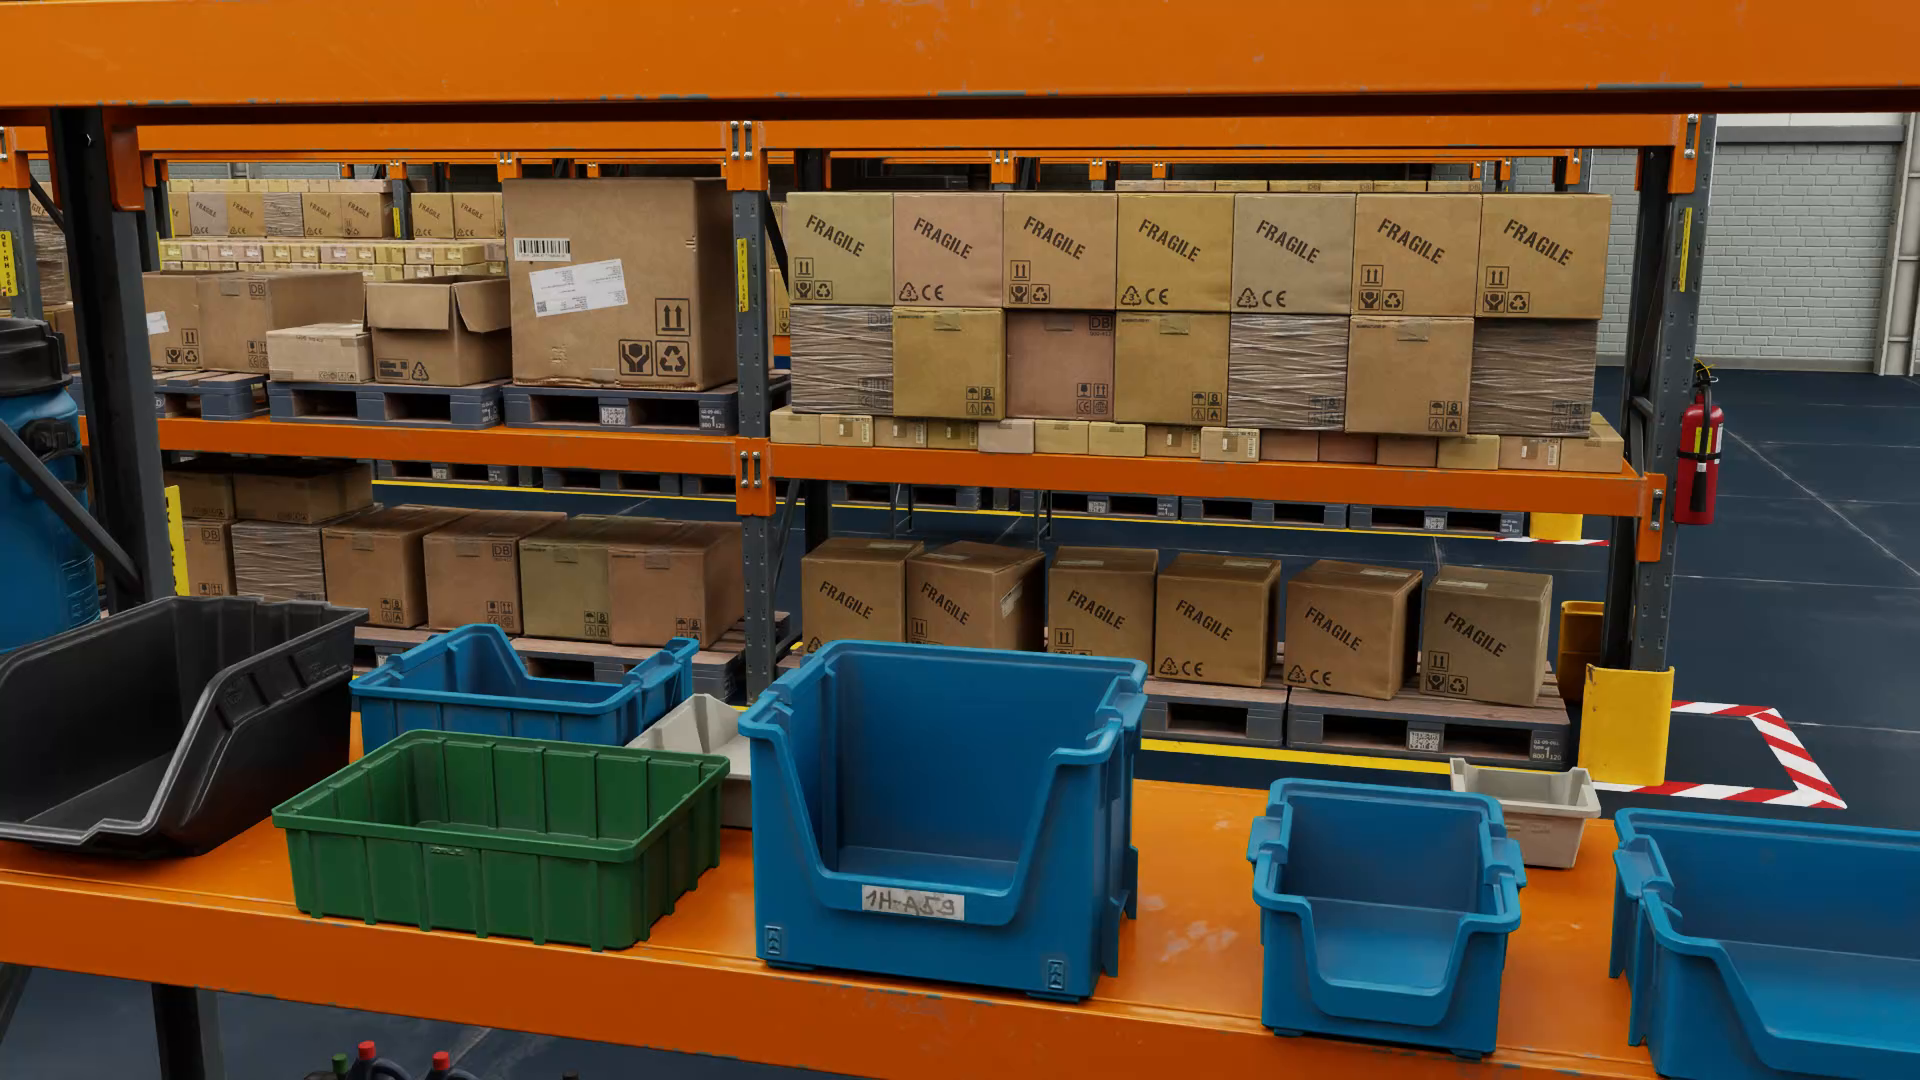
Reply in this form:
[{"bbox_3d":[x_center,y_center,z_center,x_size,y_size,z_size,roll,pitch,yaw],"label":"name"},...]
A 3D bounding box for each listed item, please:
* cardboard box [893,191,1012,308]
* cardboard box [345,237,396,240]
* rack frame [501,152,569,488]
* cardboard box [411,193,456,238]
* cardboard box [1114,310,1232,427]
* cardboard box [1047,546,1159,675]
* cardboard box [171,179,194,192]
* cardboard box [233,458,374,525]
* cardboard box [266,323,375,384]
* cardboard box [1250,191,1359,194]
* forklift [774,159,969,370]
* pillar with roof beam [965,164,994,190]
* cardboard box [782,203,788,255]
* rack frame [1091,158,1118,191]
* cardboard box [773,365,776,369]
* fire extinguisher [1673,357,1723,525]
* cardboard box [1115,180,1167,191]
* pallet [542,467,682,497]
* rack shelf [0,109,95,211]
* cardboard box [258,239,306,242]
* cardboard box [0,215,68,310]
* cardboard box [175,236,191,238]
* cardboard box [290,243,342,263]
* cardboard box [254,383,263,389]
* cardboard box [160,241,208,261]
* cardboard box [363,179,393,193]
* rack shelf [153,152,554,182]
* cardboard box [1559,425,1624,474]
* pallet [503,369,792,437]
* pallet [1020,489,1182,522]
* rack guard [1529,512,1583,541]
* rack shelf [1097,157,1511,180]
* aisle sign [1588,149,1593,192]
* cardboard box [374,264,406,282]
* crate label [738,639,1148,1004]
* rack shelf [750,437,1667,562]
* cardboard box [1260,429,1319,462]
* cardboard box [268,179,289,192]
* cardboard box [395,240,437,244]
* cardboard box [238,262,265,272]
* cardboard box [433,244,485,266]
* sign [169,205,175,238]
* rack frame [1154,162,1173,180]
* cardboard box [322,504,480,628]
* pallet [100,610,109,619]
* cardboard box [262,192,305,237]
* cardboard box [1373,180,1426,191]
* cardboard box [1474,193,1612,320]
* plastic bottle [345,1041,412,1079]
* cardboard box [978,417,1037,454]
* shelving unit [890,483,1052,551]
[{"bbox_3d":[0.005,-1.334,7.595,0.500,0.500,0.500,3,13,14],"label":"cardboard box"},{"bbox_3d":[-6.761,-3.272,19.327,0.500,0.500,0.500,3,13,14],"label":"cardboard box"},{"bbox_3d":[-3.454,-2.000,13.821,0.127,3.000,1.000,3,13,14],"label":"rack frame"},{"bbox_3d":[-5.891,-3.707,18.977,0.500,0.500,0.500,3,13,14],"label":"cardboard box"},{"bbox_3d":[1.028,-0.839,7.673,0.500,0.500,0.875,3,13,14],"label":"cardboard box"},{"bbox_3d":[0.702,0.334,8.104,0.500,0.500,0.500,2,13,9],"label":"cardboard box"},{"bbox_3d":[-9.098,-4.192,19.665,0.250,0.149,0.380,3,13,12],"label":"cardboard box"},{"bbox_3d":[-3.565,-0.268,9.042,0.500,0.250,0.500,5,13,20],"label":"cardboard box"},{"bbox_3d":[-3.168,-0.958,8.504,0.500,0.250,0.500,3,13,12],"label":"cardboard box"},{"bbox_3d":[1.589,-1.368,7.747,0.500,0.500,0.500,3,13,14],"label":"cardboard box"},{"bbox_3d":[-0.465,-2.350,15.558,3.031,2.935,1.130,2,13,10],"label":"forklift"},{"bbox_3d":[-0.730,-6.235,19.061,0.400,9.000,9.100,3,13,14],"label":"pillar with roof beam"},{"bbox_3d":[-1.044,-2.406,13.114,0.500,0.500,0.700,3,13,14],"label":"cardboard box"},{"bbox_3d":[1.518,-2.838,17.601,0.127,3.000,1.000,3,13,14],"label":"rack frame"},{"bbox_3d":[-2.034,-1.011,13.590,0.750,0.750,1.050,3,13,14],"label":"cardboard box"},{"bbox_3d":[3.028,-0.406,6.817,0.183,0.674,0.296,3,13,14],"label":"fire extinguisher"},{"bbox_3d":[1.893,-3.452,17.141,0.500,0.500,0.700,3,13,13],"label":"cardboard box"},{"bbox_3d":[-2.706,-0.581,13.867,1.213,0.211,1.003,3,13,14],"label":"pallet"},{"bbox_3d":[-3.985,-0.930,3.734,4.000,0.370,1.077,3,13,14],"label":"rack shelf"},{"bbox_3d":[-5.896,-2.545,14.518,0.250,0.149,0.380,3,13,12],"label":"cardboard box"},{"bbox_3d":[-5.446,-1.542,9.210,0.637,0.503,0.797,4,13,15],"label":"cardboard box"},{"bbox_3d":[-9.238,-3.404,19.920,0.500,0.500,0.500,3,13,13],"label":"cardboard box"},{"bbox_3d":[-5.294,-2.369,13.723,0.250,0.149,0.380,4,13,16],"label":"cardboard box"},{"bbox_3d":[-5.671,-1.409,14.231,0.500,0.250,0.500,4,13,16],"label":"cardboard box"},{"bbox_3d":[-6.544,-2.436,14.024,0.250,0.149,0.380,3,13,14],"label":"cardboard box"},{"bbox_3d":[-6.624,-4.056,19.053,0.250,0.149,0.380,3,13,12],"label":"cardboard box"},{"bbox_3d":[-5.395,-3.216,14.042,4.000,0.370,1.077,3,13,14],"label":"rack shelf"},{"bbox_3d":[2.701,-0.395,7.170,0.250,0.149,0.380,3,13,14],"label":"cardboard box"},{"bbox_3d":[-1.564,-0.731,8.545,1.213,0.211,1.003,3,13,14],"label":"pallet"},{"bbox_3d":[1.149,-0.375,12.935,1.213,0.211,1.003,3,13,14],"label":"pallet"},{"bbox_3d":[4.337,-0.363,12.215,0.348,0.500,1.175,3,13,14],"label":"rack guard"},{"bbox_3d":[3.460,-3.847,16.886,4.000,0.370,1.077,3,13,14],"label":"rack shelf"},{"bbox_3d":[4.310,-2.787,11.367,0.004,0.787,0.394,3,13,14],"label":"aisle sign"},{"bbox_3d":[-4.558,-2.184,13.574,0.250,0.149,0.380,3,13,15],"label":"cardboard box"},{"bbox_3d":[-0.012,0.439,2.748,0.616,0.435,0.502,3,13,14],"label":"crate label"},{"bbox_3d":[1.085,-0.299,7.818,4.000,0.370,1.077,3,13,14],"label":"rack shelf"},{"bbox_3d":[1.483,-0.457,7.447,0.250,0.149,0.380,3,13,14],"label":"cardboard box"},{"bbox_3d":[-7.850,-4.136,19.412,0.250,0.149,0.380,3,13,12],"label":"cardboard box"},{"bbox_3d":[-4.611,-2.478,14.214,0.250,0.149,0.380,3,13,11],"label":"cardboard box"},{"bbox_3d":[-5.790,-2.250,13.876,0.250,0.149,0.380,3,13,13],"label":"cardboard box"},{"bbox_3d":[-4.039,-2.301,13.418,0.250,0.149,0.380,3,13,11],"label":"cardboard box"},{"bbox_3d":[-7.208,-2.889,15.158,0.005,0.325,0.100,3,13,14],"label":"sign"},{"bbox_3d":[2.703,-3.882,22.306,0.127,3.000,1.000,3,13,14],"label":"rack frame"},{"bbox_3d":[-2.991,0.128,8.985,0.500,0.500,0.700,4,13,18],"label":"cardboard box"},{"bbox_3d":[-3.982,0.440,9.261,1.213,0.211,1.003,3,13,14],"label":"pallet"},{"bbox_3d":[-7.761,-3.809,19.438,0.500,0.500,0.500,3,13,14],"label":"cardboard box"},{"bbox_3d":[4.363,-3.321,16.552,0.500,0.500,0.700,3,13,14],"label":"cardboard box"},{"bbox_3d":[2.434,-1.205,7.015,0.500,0.500,0.500,3,13,14],"label":"cardboard box"},{"bbox_3d":[-1.349,1.339,3.875,0.185,0.351,0.144,3,13,12],"label":"plastic bottle"},{"bbox_3d":[0.247,-0.502,7.649,0.250,0.149,0.380,3,13,14],"label":"cardboard box"},{"bbox_3d":[0.083,-0.728,11.551,1.048,1.500,0.538,3,13,14],"label":"shelving unit"}]
